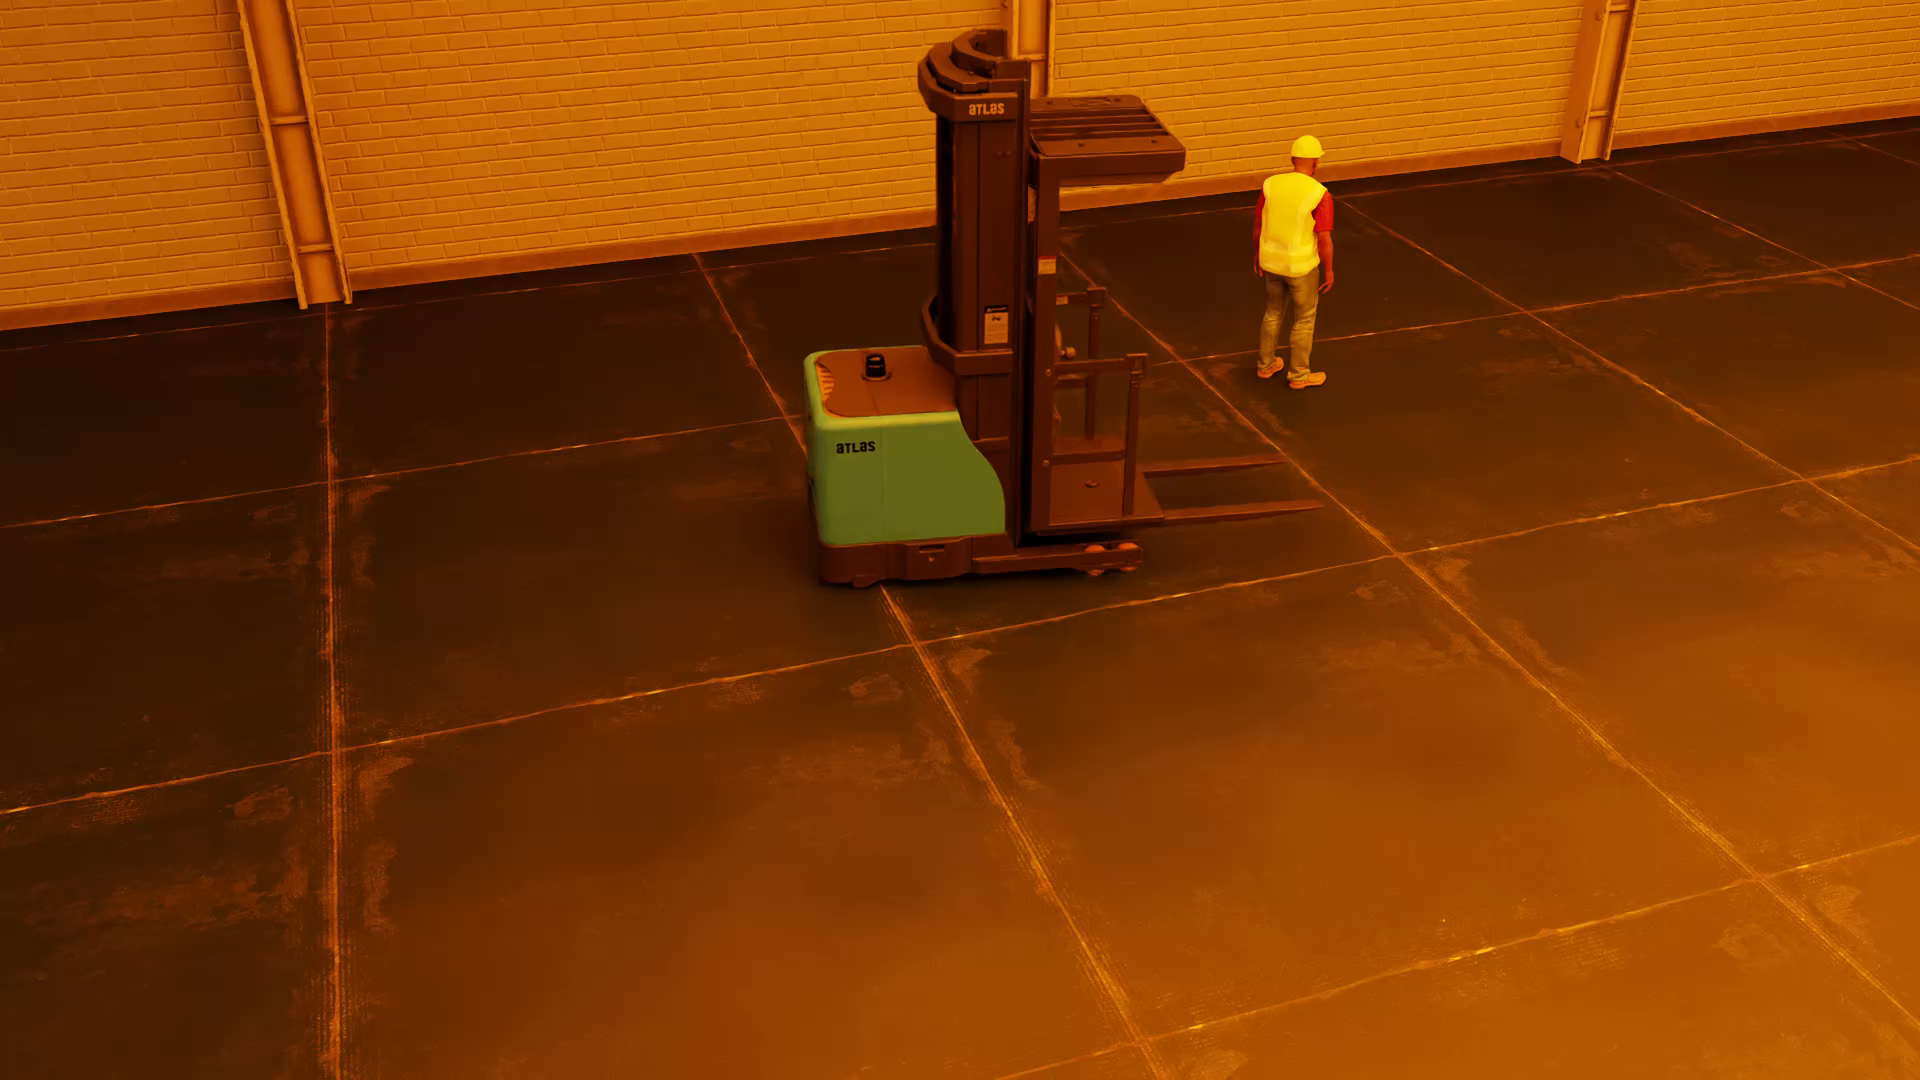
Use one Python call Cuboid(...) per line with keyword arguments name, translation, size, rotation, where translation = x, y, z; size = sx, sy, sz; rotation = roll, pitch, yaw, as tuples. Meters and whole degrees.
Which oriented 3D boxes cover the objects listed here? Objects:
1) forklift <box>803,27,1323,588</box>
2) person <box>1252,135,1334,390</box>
Cuboid(name="forklift", translation=(0.624, -1.329, 9.396), size=(3.031, 2.935, 1.130), rotation=(-4, 30, -8))
Cuboid(name="person", translation=(2.334, -1.945, 11.647), size=(0.631, 1.759, 0.461), rotation=(25, 38, 36))
